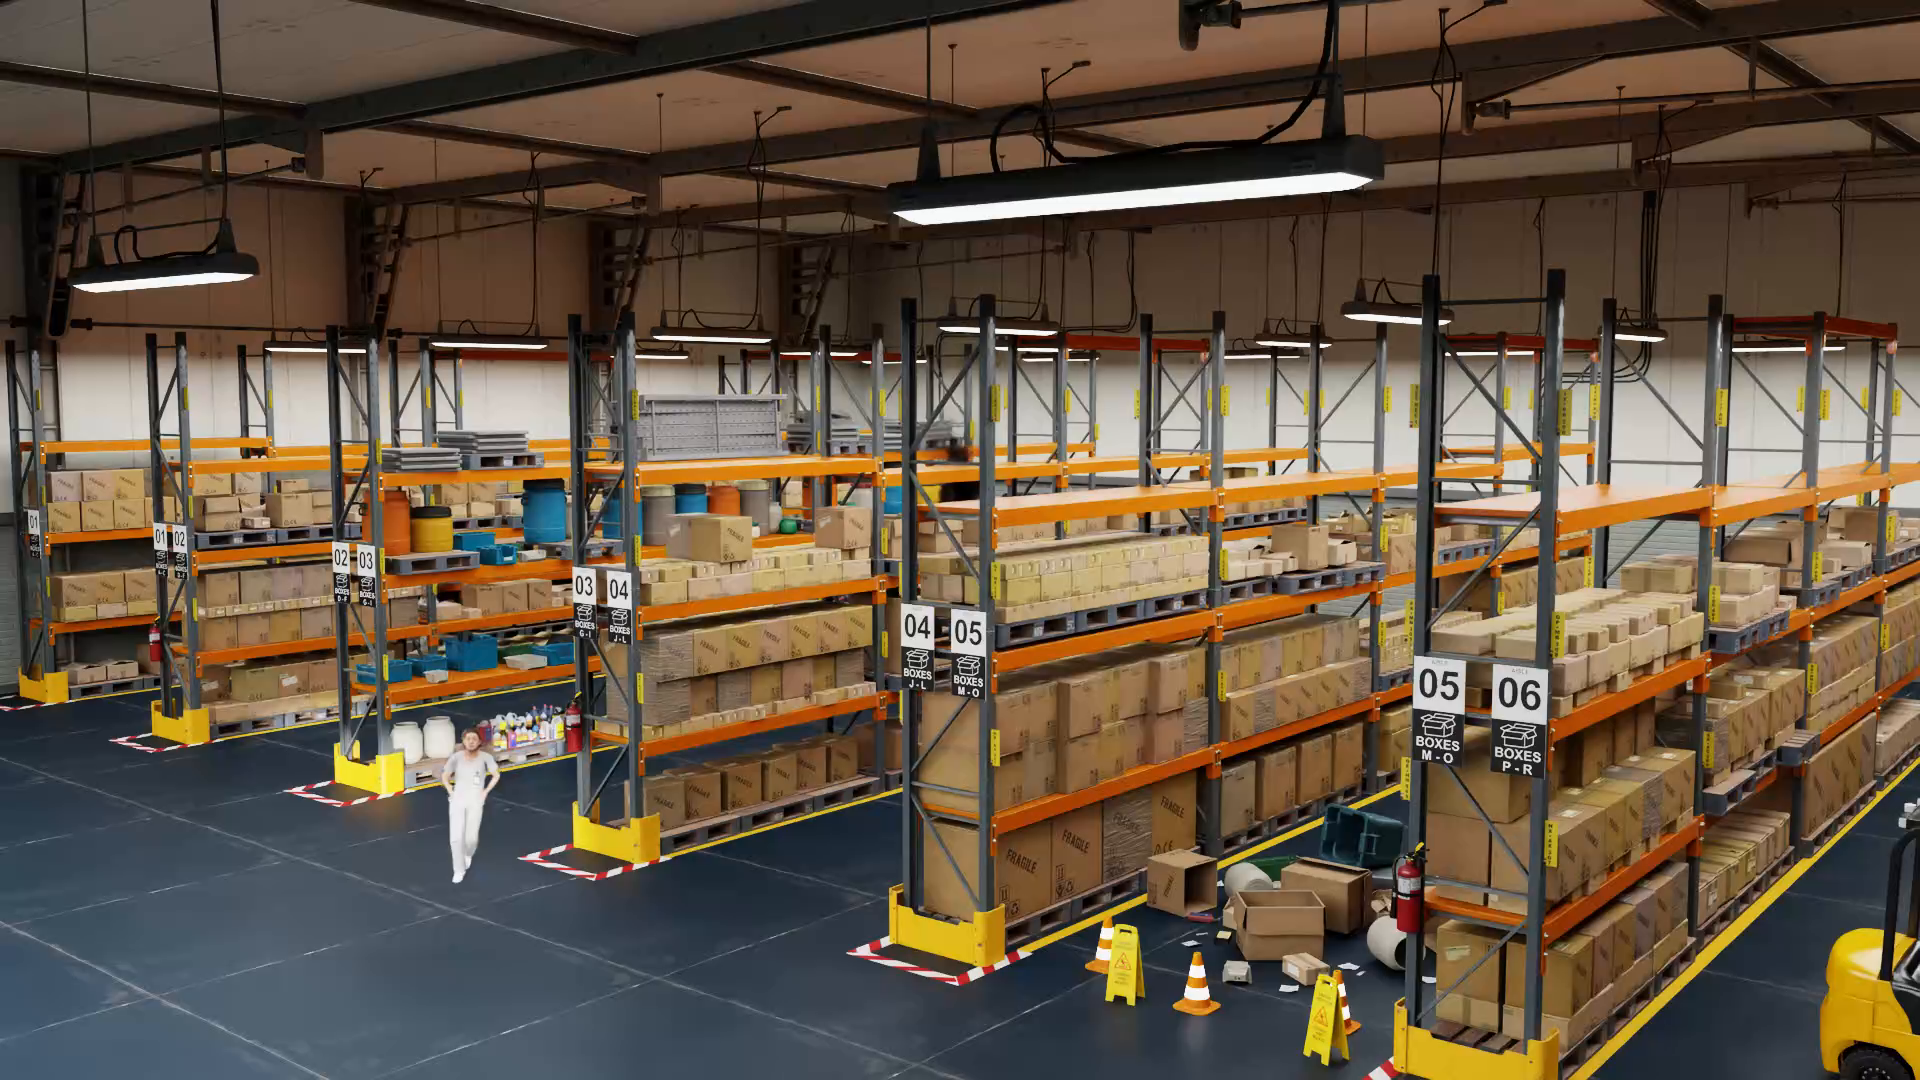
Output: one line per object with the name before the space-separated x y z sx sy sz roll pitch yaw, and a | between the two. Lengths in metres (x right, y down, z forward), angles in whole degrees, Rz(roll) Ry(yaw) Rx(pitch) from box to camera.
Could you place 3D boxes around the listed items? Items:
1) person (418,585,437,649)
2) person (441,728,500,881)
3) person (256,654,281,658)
person | -9.781 1.603 30.360 0.589 1.653 0.528 4 6 36
person | -5.173 2.788 17.551 0.586 1.620 0.546 -1 5 -8
person | -11.622 1.828 27.983 0.566 1.629 0.549 2 6 24
